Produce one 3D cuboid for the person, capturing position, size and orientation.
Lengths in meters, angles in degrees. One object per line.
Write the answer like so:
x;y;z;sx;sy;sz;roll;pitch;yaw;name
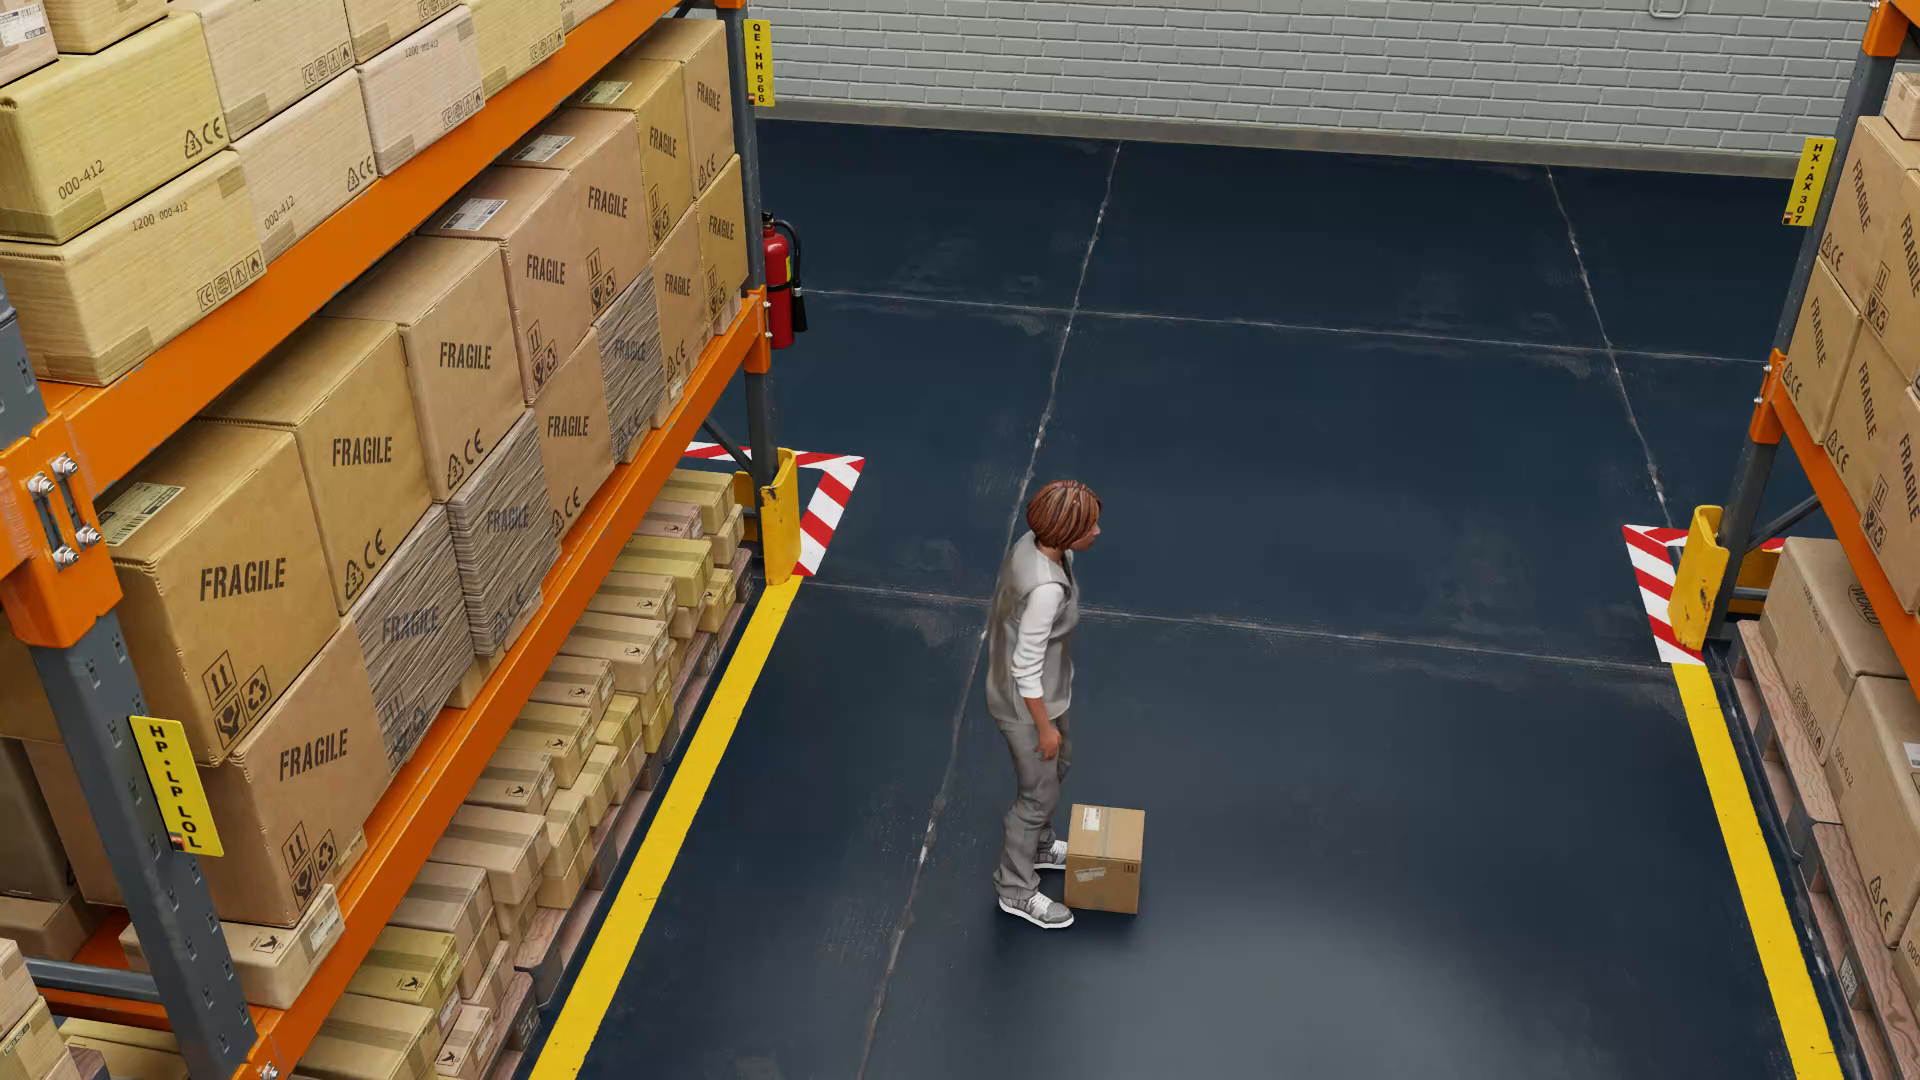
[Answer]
0.268;0.508;5.360;0.370;1.594;0.484;4;33;6;person
